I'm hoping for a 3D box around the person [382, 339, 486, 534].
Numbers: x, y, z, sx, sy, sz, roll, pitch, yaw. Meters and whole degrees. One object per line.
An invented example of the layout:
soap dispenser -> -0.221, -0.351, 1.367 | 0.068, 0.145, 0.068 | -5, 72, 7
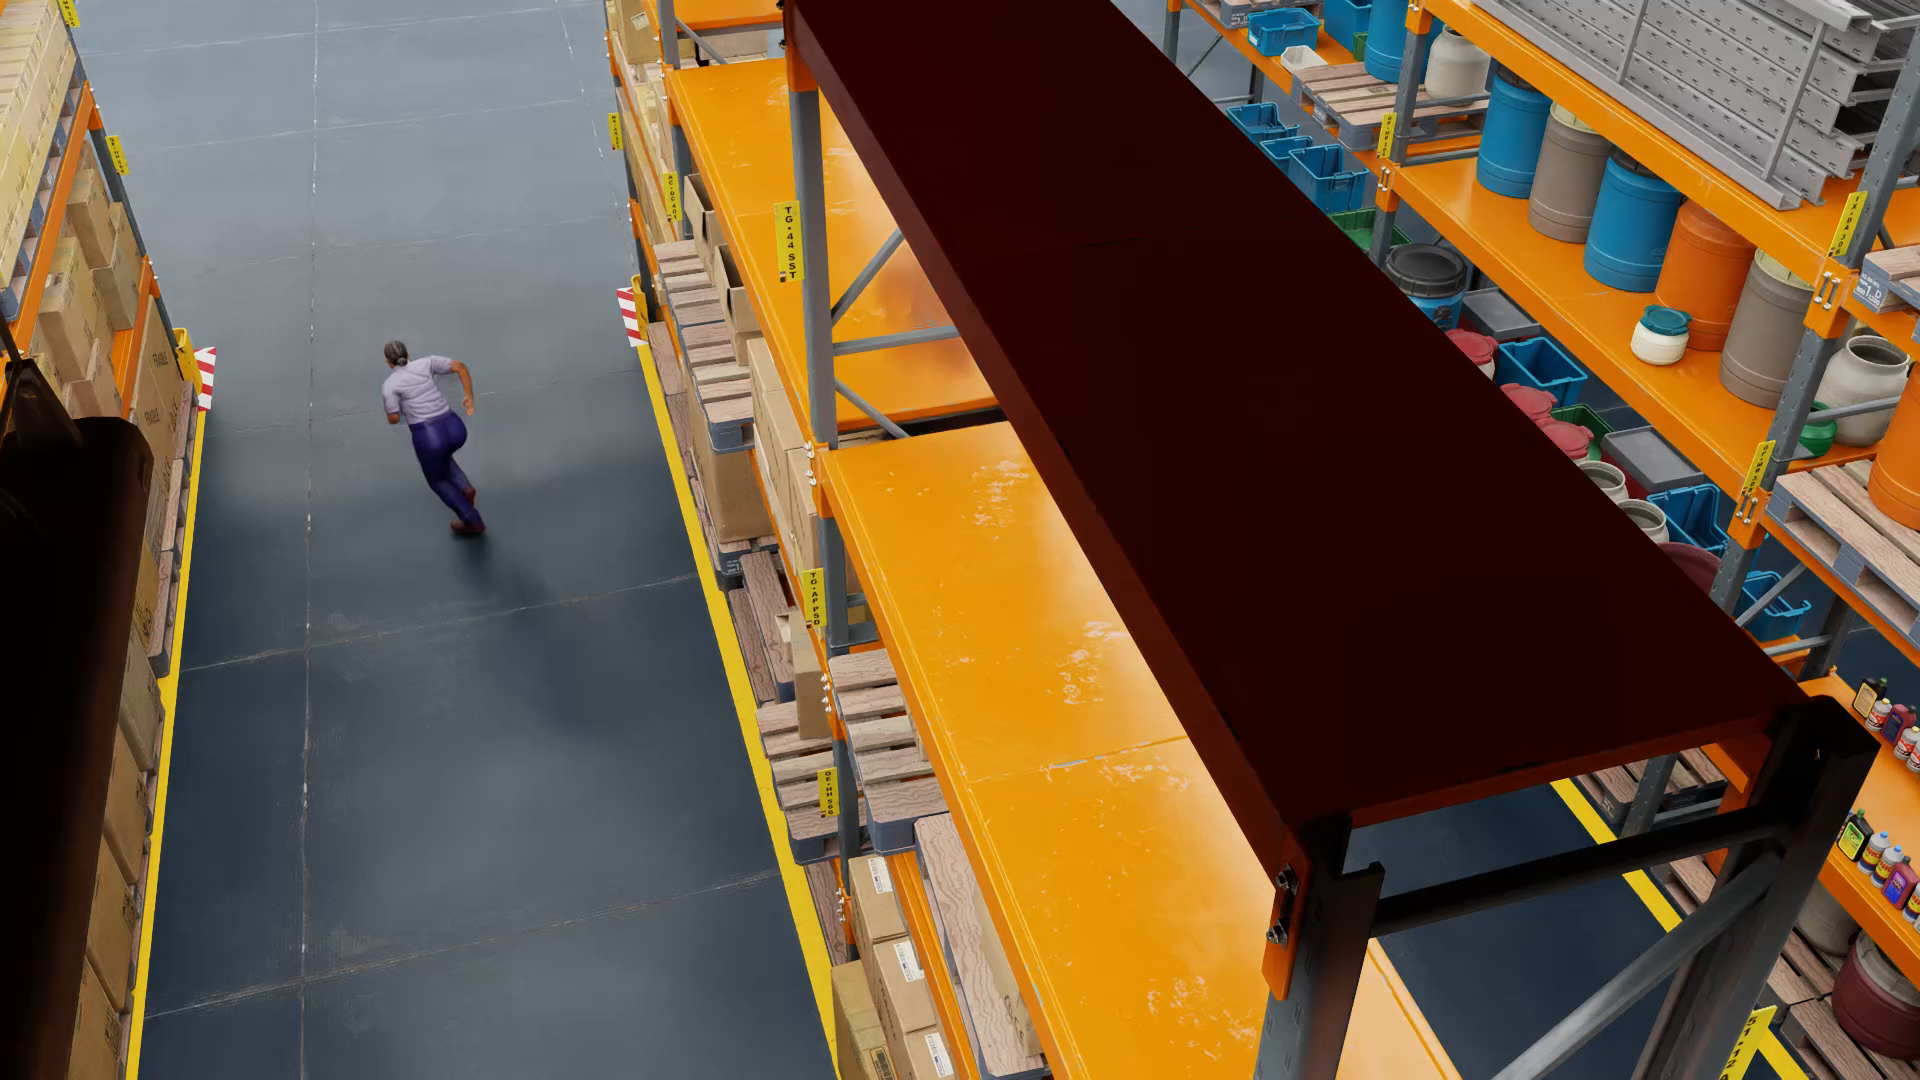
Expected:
person -> -3.979, -0.821, 12.671 | 0.863, 1.482, 0.637 | 28, 46, 30
